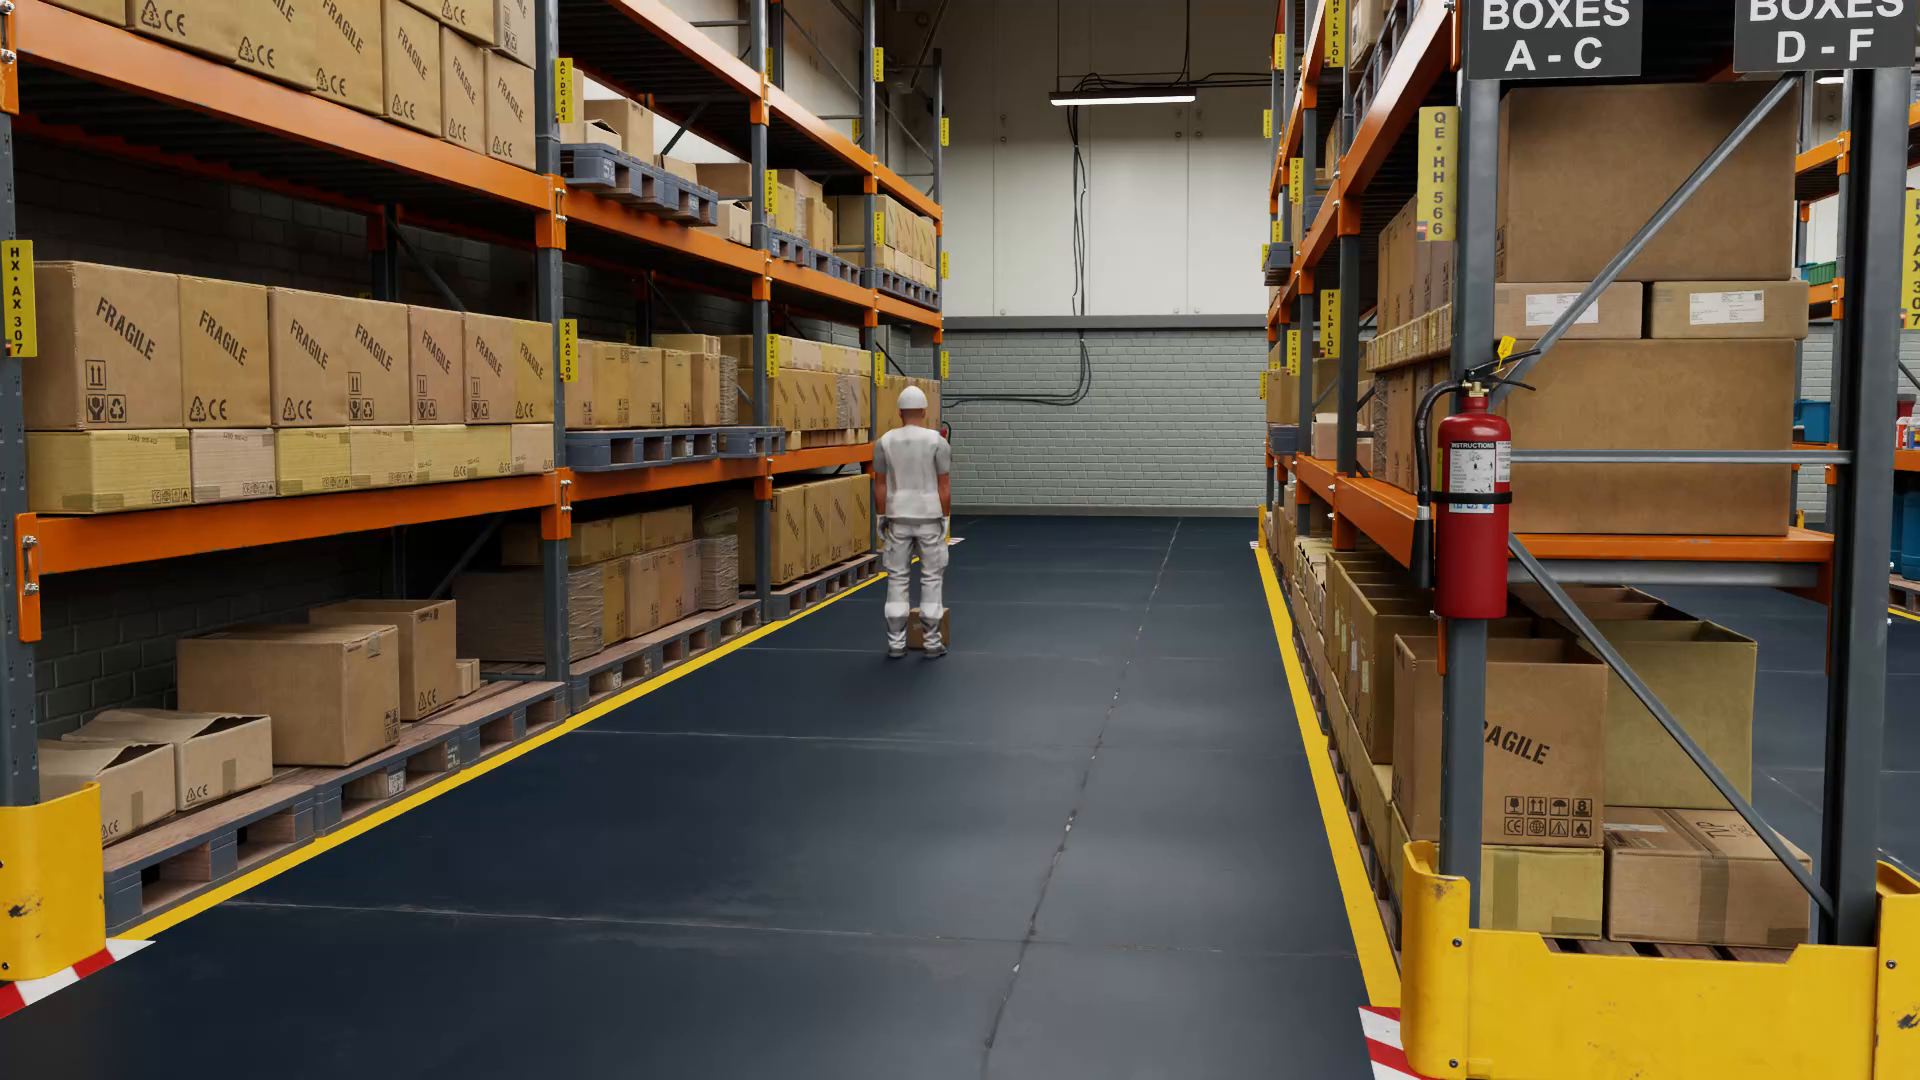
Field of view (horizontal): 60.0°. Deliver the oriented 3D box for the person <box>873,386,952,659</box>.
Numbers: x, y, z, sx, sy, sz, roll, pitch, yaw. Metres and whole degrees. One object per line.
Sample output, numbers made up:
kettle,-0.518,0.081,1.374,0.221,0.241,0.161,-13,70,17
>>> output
person,-0.308,-0.119,10.988,0.525,1.784,0.339,1,4,10
